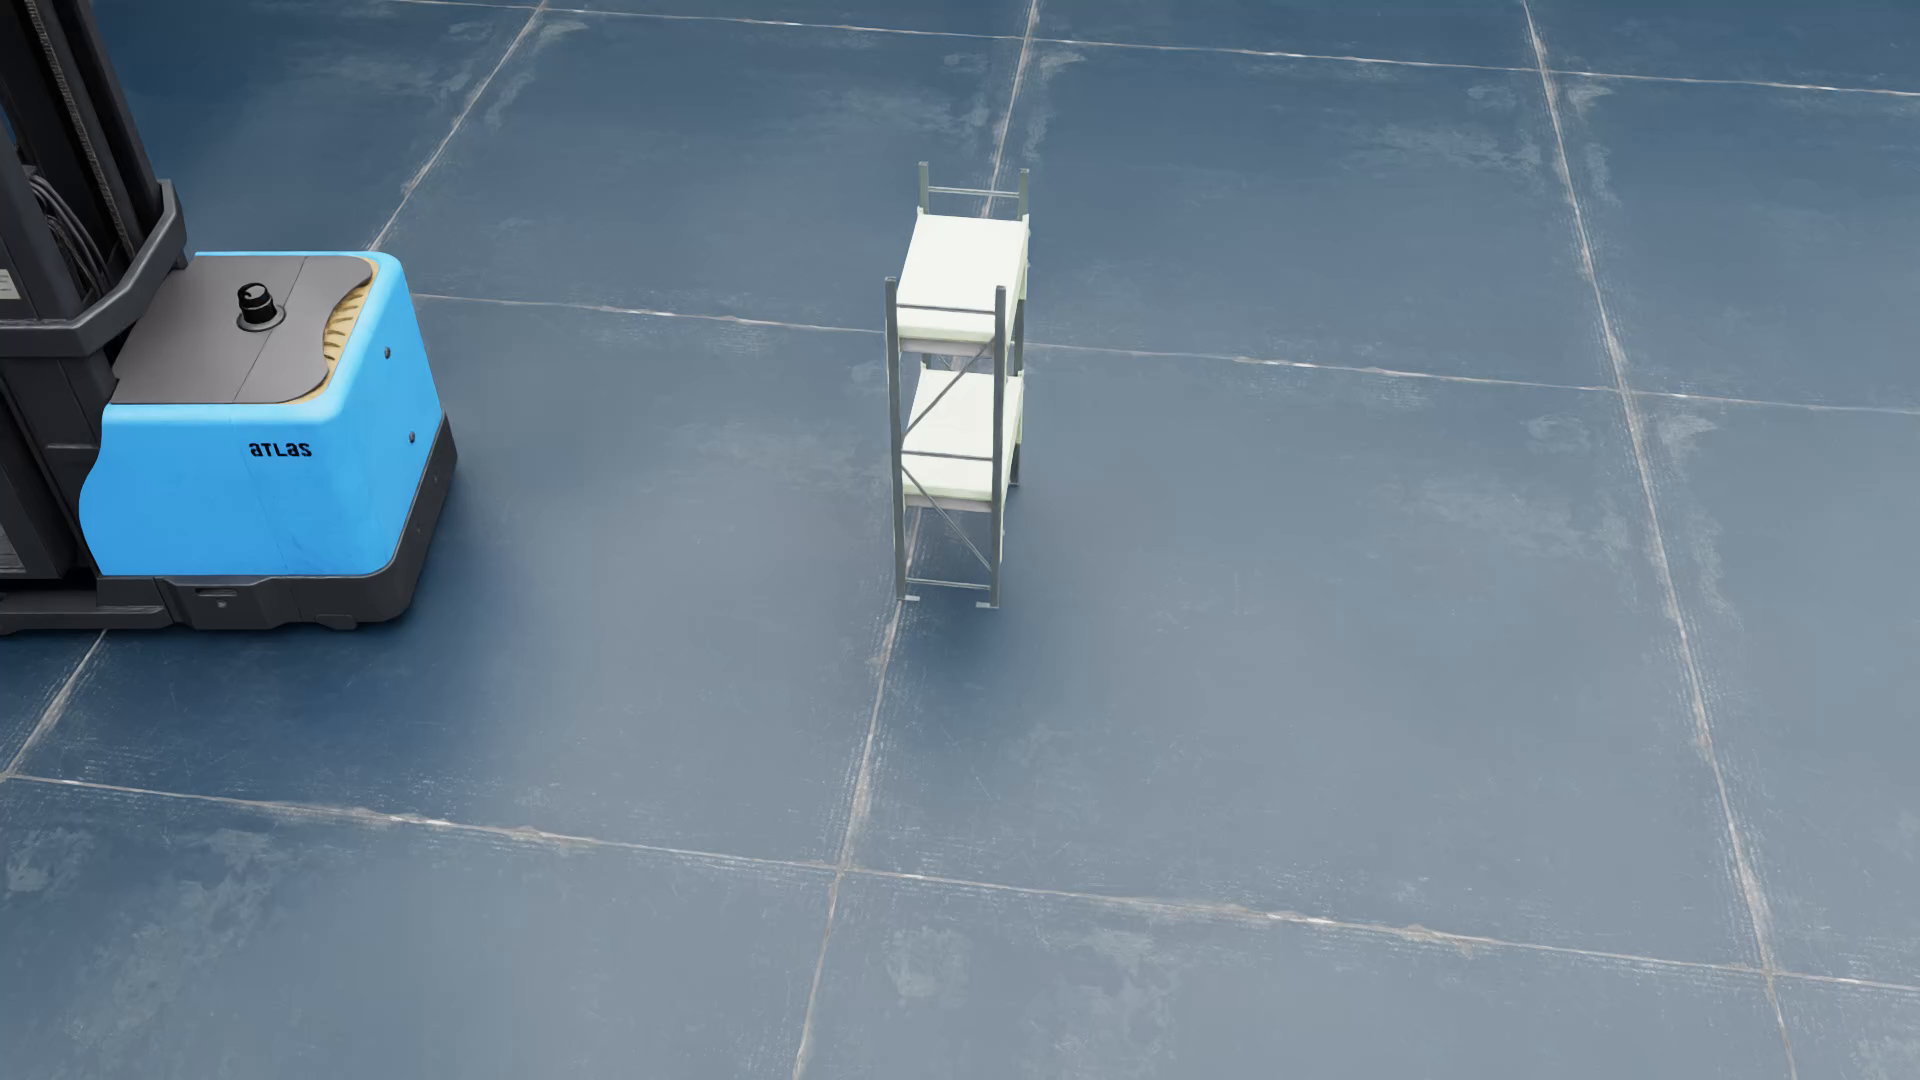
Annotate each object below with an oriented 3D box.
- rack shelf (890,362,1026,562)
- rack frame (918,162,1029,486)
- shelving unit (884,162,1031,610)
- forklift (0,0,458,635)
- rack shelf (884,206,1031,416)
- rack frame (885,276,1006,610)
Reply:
[{"bbox_3d":[0.001,-0.312,6.463,0.431,0.370,0.720,5,44,6],"label":"rack shelf"},{"bbox_3d":[0.049,-0.799,6.503,0.400,1.500,0.023,5,44,6],"label":"rack frame"},{"bbox_3d":[0.001,-0.549,6.239,0.431,1.500,0.755,5,44,6],"label":"shelving unit"},{"bbox_3d":[-3.631,-1.058,5.736,3.031,2.935,1.130,0,43,0],"label":"forklift"},{"bbox_3d":[0.001,-0.833,5.971,0.431,0.370,0.720,5,44,6],"label":"rack shelf"},{"bbox_3d":[-0.048,-0.300,5.976,0.400,1.500,0.023,5,44,6],"label":"rack frame"}]
